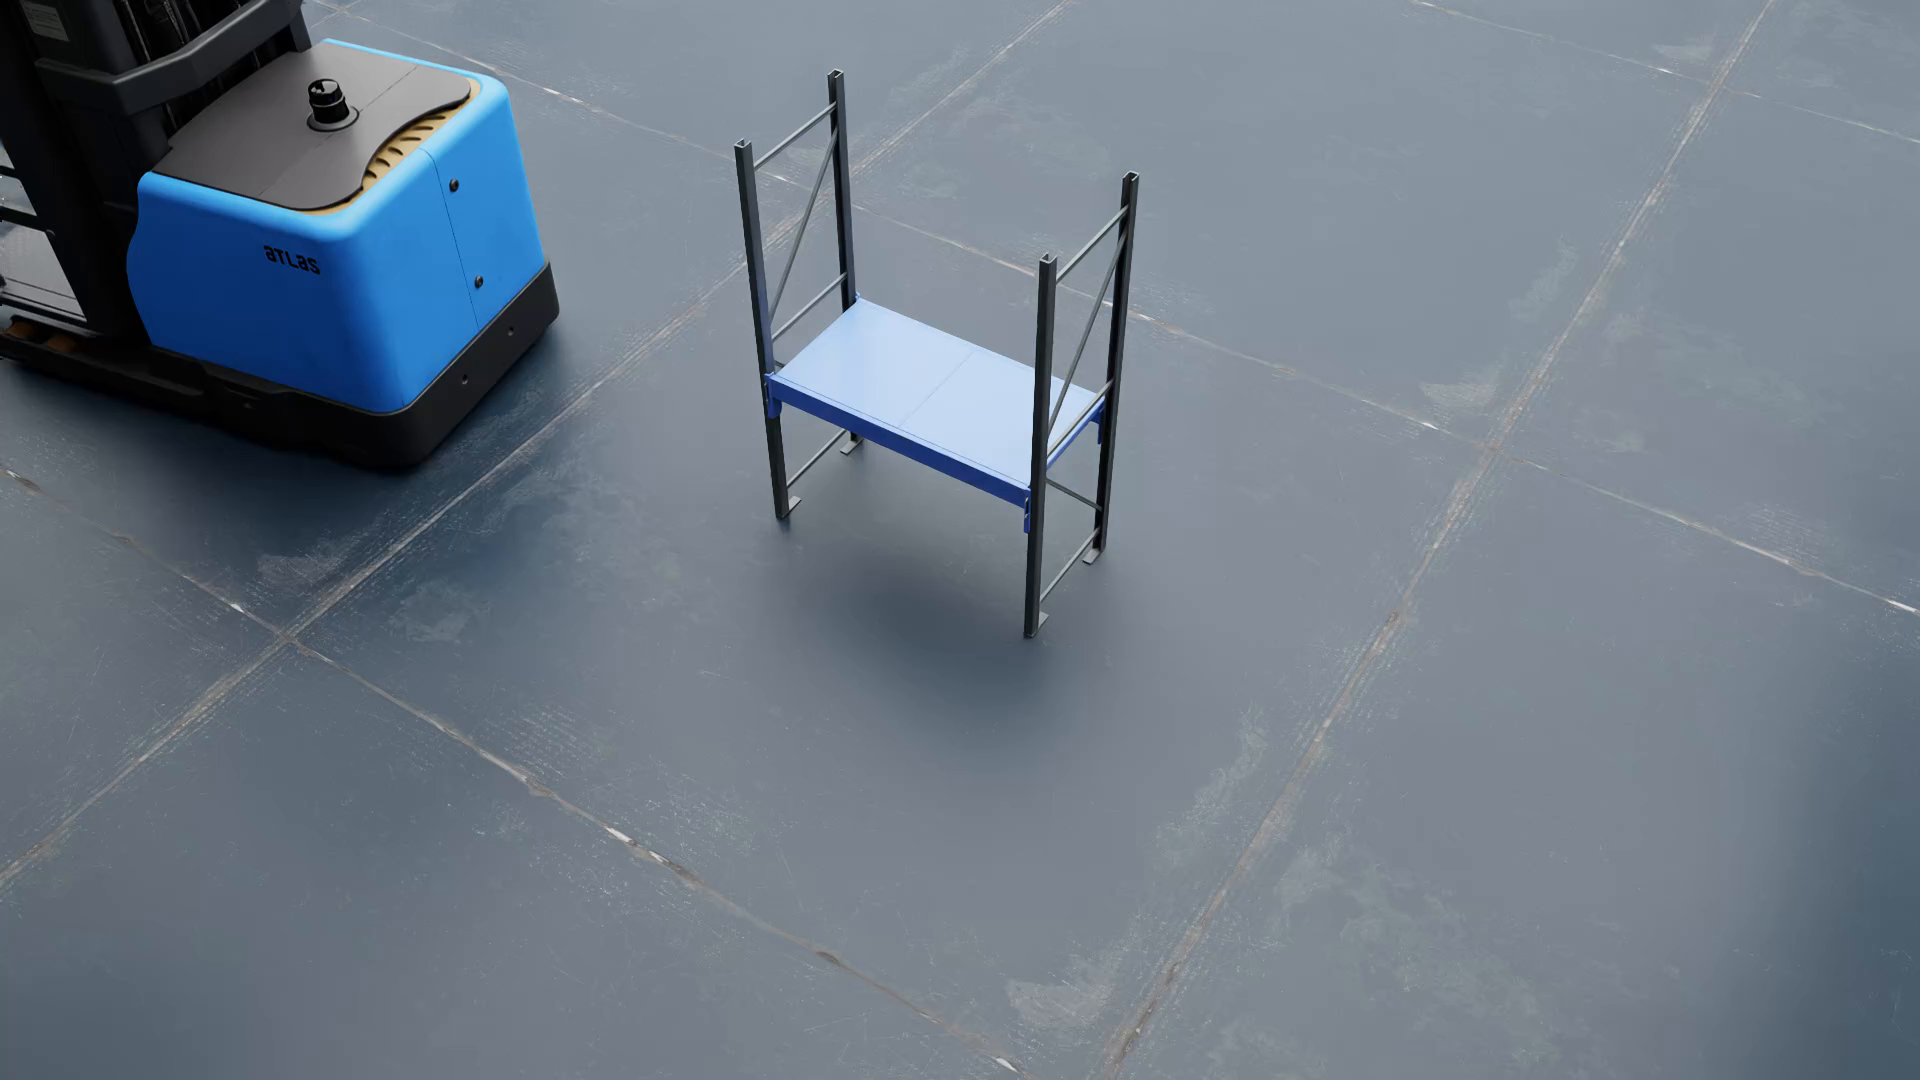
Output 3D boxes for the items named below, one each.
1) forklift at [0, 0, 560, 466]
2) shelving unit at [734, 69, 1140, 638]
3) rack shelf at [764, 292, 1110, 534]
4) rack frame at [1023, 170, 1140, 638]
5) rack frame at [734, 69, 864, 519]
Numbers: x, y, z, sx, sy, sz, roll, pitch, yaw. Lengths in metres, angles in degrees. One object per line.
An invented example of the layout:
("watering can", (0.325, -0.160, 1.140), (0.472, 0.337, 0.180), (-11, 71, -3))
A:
("forklift", (-3.137, -1.972, 5.622), (3.031, 2.935, 1.130), (17, 48, 15))
("shelving unit", (-0.072, -0.556, 5.244), (1.048, 1.500, 0.538), (25, 51, 22))
("rack shelf", (-0.072, -0.430, 5.373), (1.000, 0.185, 0.538), (25, 51, 22))
("rack frame", (0.356, -0.359, 5.053), (0.032, 1.500, 0.500), (25, 51, 22))
("rack frame", (-0.500, -0.753, 5.435), (0.032, 1.500, 0.500), (25, 51, 22))
